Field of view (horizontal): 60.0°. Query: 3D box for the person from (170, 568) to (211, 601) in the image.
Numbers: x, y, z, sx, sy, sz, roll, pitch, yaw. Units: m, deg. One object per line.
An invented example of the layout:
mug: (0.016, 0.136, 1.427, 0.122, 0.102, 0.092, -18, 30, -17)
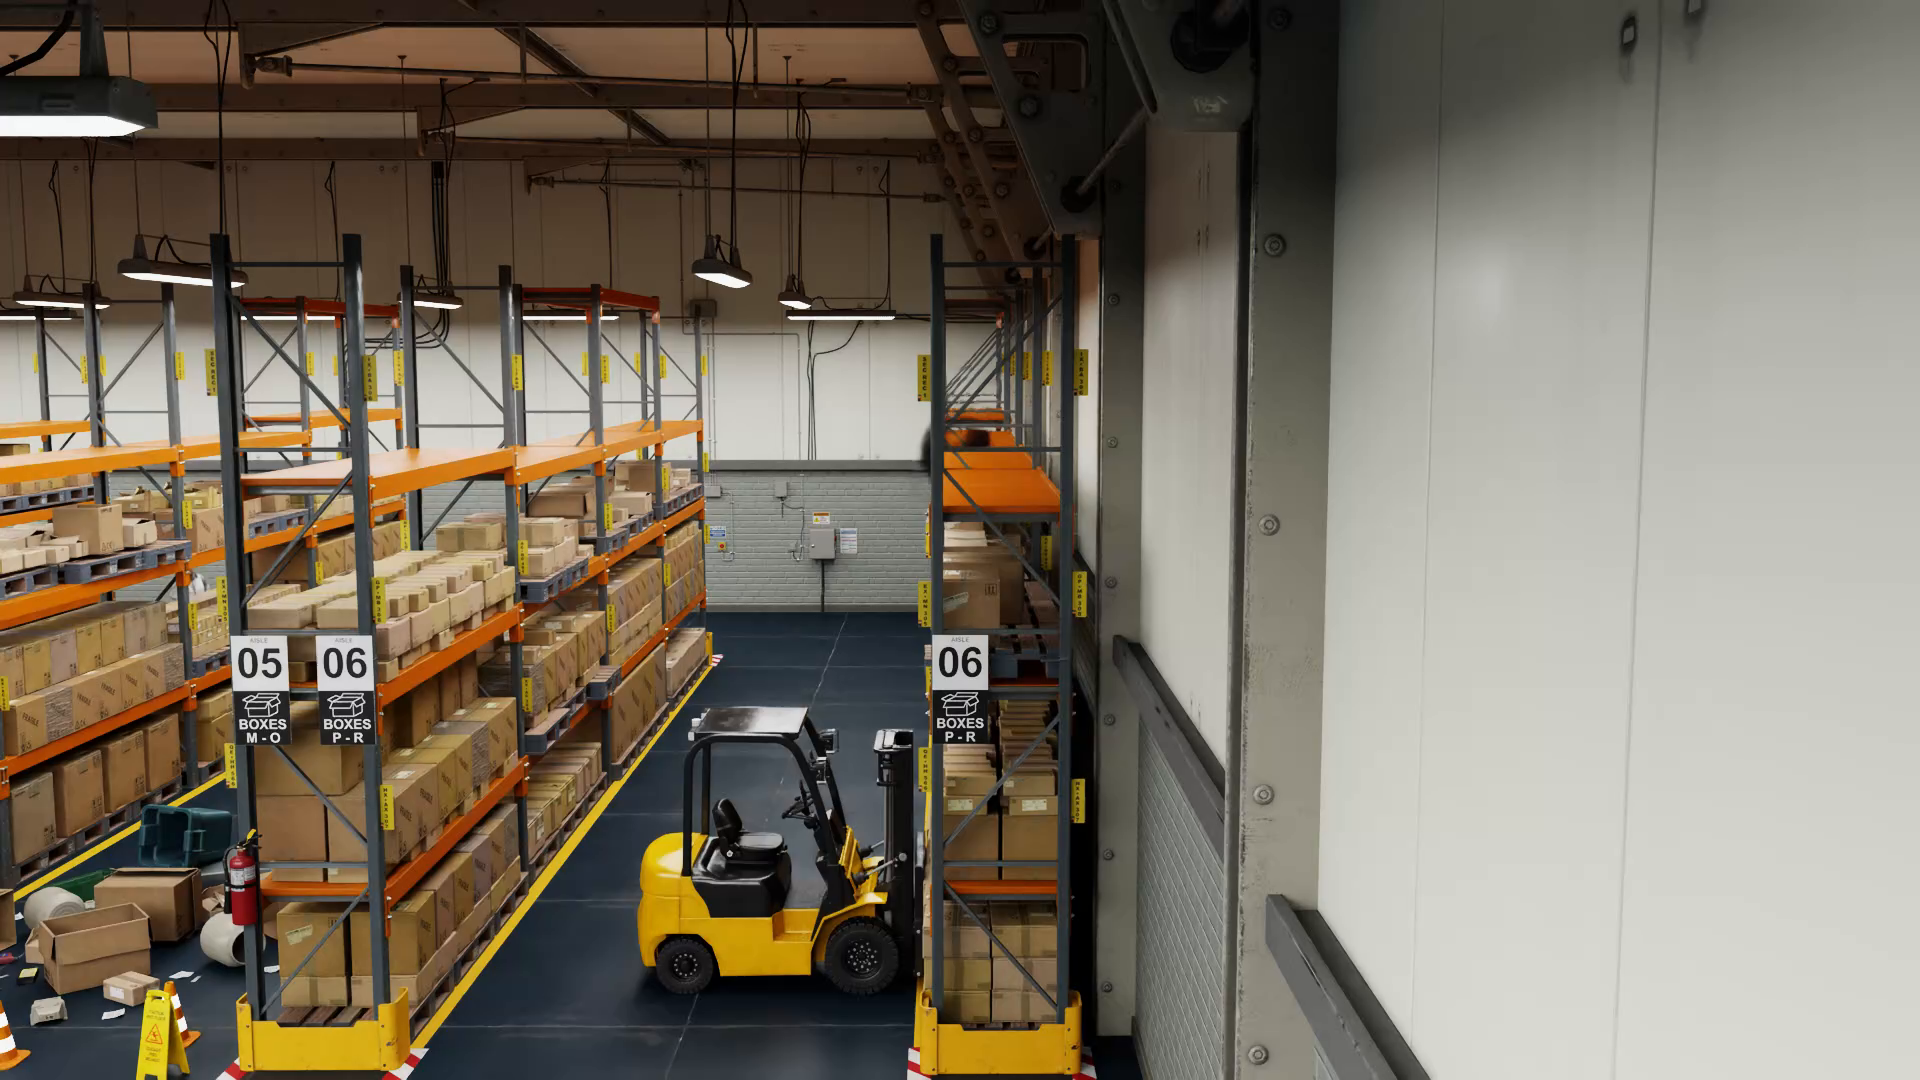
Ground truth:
person: (-13.102, 1.207, 28.352, 0.686, 1.815, 0.794, -4, 8, -33)
